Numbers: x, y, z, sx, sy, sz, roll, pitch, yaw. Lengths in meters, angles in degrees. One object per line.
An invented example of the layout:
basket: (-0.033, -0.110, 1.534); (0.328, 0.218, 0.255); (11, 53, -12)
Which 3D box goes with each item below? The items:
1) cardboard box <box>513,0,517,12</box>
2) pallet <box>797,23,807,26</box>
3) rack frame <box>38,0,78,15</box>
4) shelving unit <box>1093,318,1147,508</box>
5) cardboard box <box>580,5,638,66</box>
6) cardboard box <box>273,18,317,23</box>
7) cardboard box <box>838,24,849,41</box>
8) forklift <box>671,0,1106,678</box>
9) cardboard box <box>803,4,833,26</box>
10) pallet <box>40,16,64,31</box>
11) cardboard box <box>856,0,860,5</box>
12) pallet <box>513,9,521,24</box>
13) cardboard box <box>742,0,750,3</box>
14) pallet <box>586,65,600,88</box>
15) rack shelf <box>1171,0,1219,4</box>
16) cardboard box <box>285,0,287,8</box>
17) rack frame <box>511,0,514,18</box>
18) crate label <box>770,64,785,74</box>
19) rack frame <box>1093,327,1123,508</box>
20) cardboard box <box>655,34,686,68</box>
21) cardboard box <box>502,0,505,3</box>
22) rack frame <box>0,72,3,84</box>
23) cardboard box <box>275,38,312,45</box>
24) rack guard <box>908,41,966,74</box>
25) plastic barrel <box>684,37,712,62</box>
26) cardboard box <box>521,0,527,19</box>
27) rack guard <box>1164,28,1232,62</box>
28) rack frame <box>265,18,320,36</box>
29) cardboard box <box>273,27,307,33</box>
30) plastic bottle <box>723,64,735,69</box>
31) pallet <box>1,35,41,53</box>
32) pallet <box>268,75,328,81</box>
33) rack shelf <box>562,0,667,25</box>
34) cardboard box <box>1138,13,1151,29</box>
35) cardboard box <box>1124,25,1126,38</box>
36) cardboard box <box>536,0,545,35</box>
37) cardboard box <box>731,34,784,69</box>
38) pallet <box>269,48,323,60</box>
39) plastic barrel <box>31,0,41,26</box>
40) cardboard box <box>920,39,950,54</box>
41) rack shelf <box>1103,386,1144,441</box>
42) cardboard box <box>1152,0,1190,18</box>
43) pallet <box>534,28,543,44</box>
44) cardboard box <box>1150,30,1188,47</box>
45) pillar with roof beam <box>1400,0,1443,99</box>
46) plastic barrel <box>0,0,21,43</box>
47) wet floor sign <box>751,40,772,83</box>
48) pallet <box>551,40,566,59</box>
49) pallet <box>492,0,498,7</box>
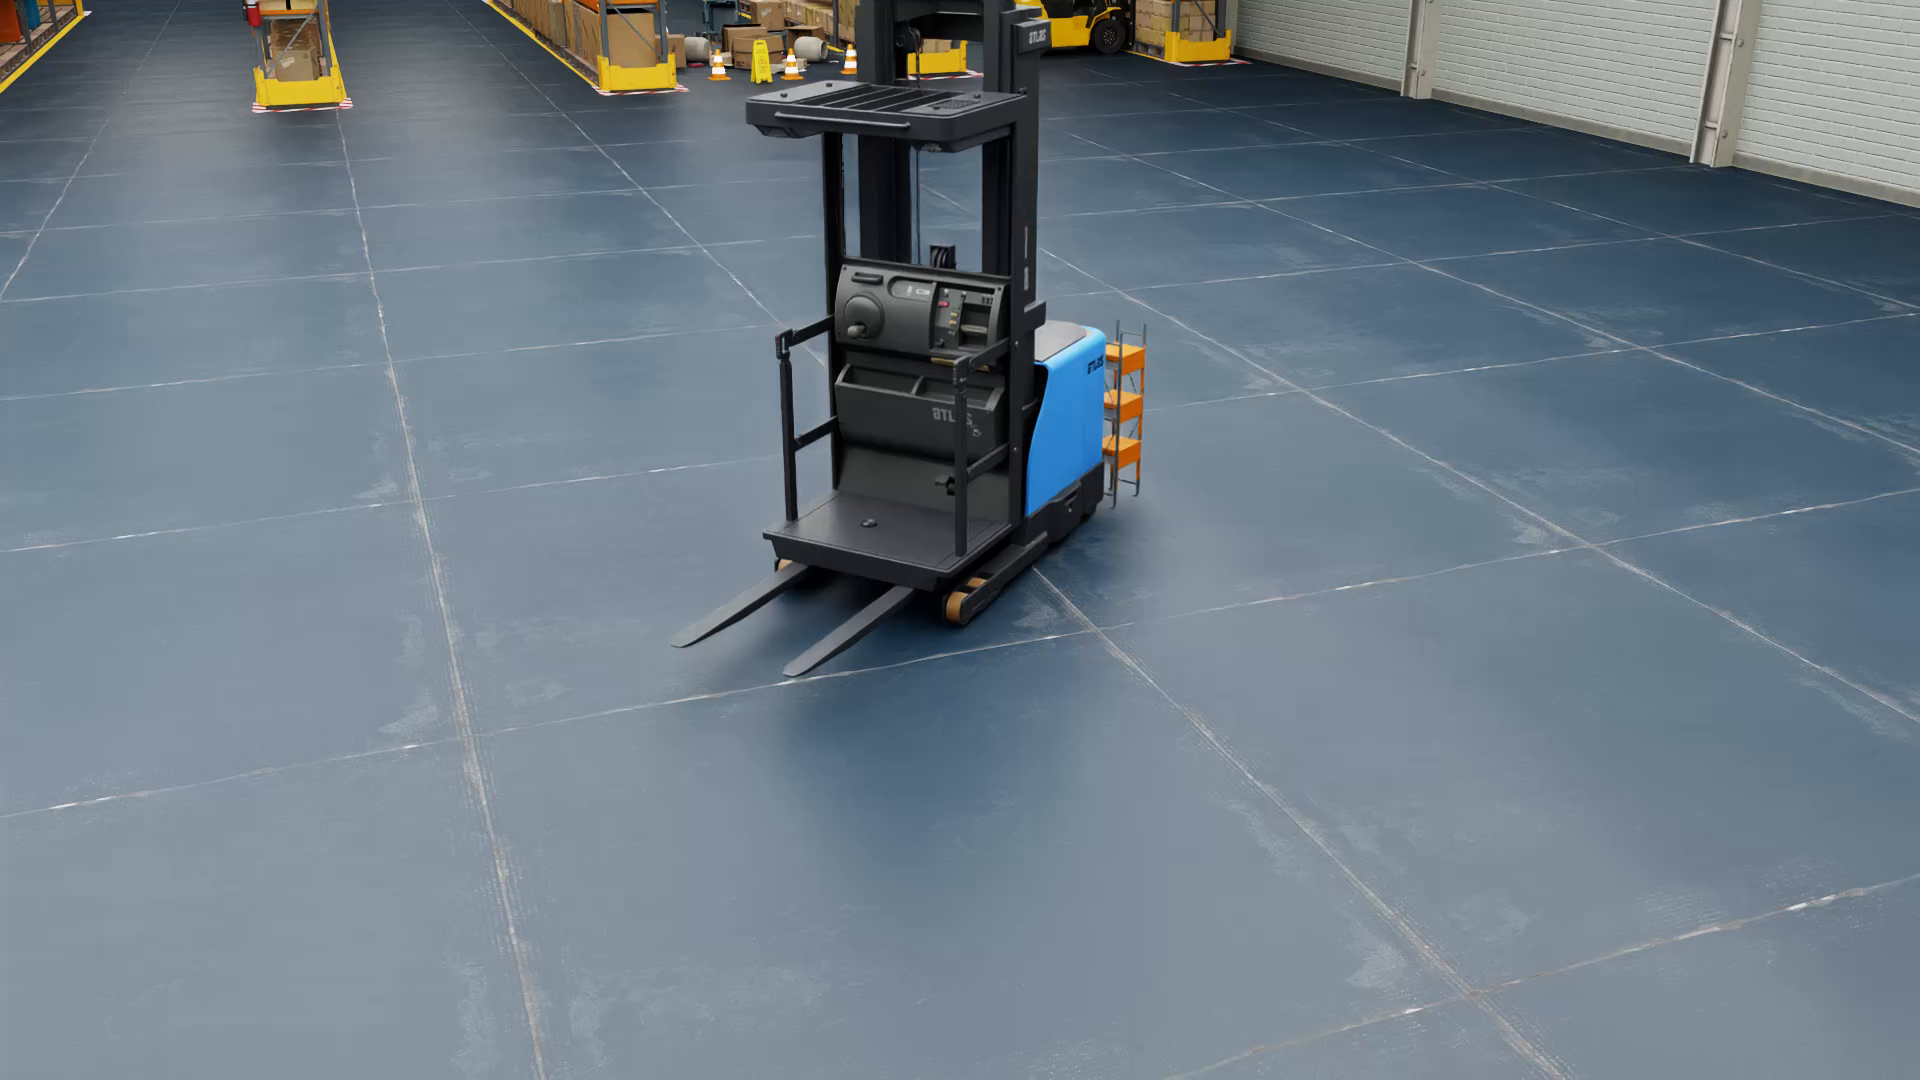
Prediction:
cardboard box: (-9.279, -11.583, 35.547); (0.500, 0.500, 0.500); (-7, 24, -17)
pallet: (-2.582, -10.097, 32.934); (1.003, 0.211, 1.213); (-8, 24, -19)
rack frame: (-20.014, -12.976, 36.175); (1.000, 3.000, 0.127); (-8, 24, -19)
shelving unit: (0.905, -0.730, 9.630); (0.215, 1.050, 0.252); (17, 28, 35)
cardboard box: (-5.667, -8.257, 27.173); (0.875, 0.875, 0.875); (-9, 24, -20)
cardboard box: (-11.489, -8.748, 28.796); (0.700, 0.500, 0.500); (-8, 24, -19)
cardboard box: (-1.915, -9.330, 30.524); (0.500, 0.250, 0.500); (-10, 25, -21)
forklift: (-0.308, -1.127, 8.150); (1.130, 2.935, 3.031); (12, 26, 26)
cardboard box: (-2.563, -10.341, 32.766); (0.950, 0.372, 0.625); (-8, 24, -17)
pallet: (-18.897, -10.500, 33.889); (1.003, 0.211, 1.213); (-8, 24, -19)
cardboard box: (-1.533, -9.294, 29.473); (0.500, 0.500, 0.500); (-7, 24, -16)
pallet: (-9.015, -11.278, 35.737); (1.003, 0.211, 1.213); (-8, 24, -19)
cardboard box: (-4.403, -12.562, 37.387); (0.875, 0.875, 0.875); (-8, 24, -17)
pallet: (-5.408, -7.481, 26.727); (1.003, 0.211, 1.213); (-8, 24, -19)
rack shelf: (3.478, -10.279, 30.703); (1.077, 0.370, 4.000); (-8, 24, -19)
cardboard box: (-10.110, -7.892, 24.437); (0.380, 0.149, 0.250); (-8, 24, -19)
rack frame: (-9.292, -12.846, 35.866); (1.000, 3.000, 0.127); (-8, 24, -19)
crate label: (-3.070, -7.863, 27.730); (0.298, 0.136, 0.250); (18, 29, 36)
rack frame: (0.830, -0.693, 9.542); (0.200, 1.050, 0.008); (17, 28, 35)
cardboard box: (-4.957, -8.365, 28.450); (0.500, 0.500, 0.500); (-4, 23, -10)
cardboard box: (-10.115, -12.198, 37.458); (0.380, 0.149, 0.250); (-8, 24, -19)
rack frame: (-15.775, -8.616, 25.830); (1.000, 3.000, 0.127); (-8, 24, -19)
cardboard box: (-10.380, -7.555, 25.992); (0.500, 0.500, 0.500); (-6, 24, -14)
rack guard: (-0.484, -8.077, 27.771); (1.175, 0.500, 0.348); (-8, 24, -19)
plastic barrel: (-4.630, -8.550, 28.991); (0.512, 0.421, 0.421); (8, 24, 18)
cardboard box: (-8.738, -11.017, 34.203); (0.500, 0.500, 0.500); (-9, 25, -21)
rack guard: (4.193, -8.724, 29.304); (1.175, 0.500, 0.348); (-8, 24, -19)
rack frame: (-12.555, -10.749, 30.890); (1.000, 3.000, 0.127); (-8, 24, -19)
cardboard box: (-11.038, -8.186, 27.488); (0.500, 0.500, 0.500); (-9, 25, -21)
plastic bottle: (-3.959, -8.054, 28.279); (0.133, 0.061, 0.283); (-18, 29, -37)
pallet: (-17.506, -9.065, 30.486); (1.003, 0.211, 1.213); (-8, 24, -19)
pallet: (-10.009, -6.885, 25.313); (1.003, 0.211, 1.213); (-8, 24, -19)
rack shelf: (-5.759, -8.881, 27.385); (1.077, 0.370, 4.000); (-8, 24, -19)
cardboard box: (3.553, -9.359, 29.948); (0.500, 0.250, 0.500); (-9, 24, -20)
cardboard box: (3.184, -9.489, 30.900); (0.500, 0.250, 0.500); (-8, 24, -17)
cardboard box: (-7.436, -9.999, 31.467); (1.050, 0.750, 0.750); (-8, 24, -18)
cardboard box: (-3.446, -8.342, 28.395); (0.637, 0.503, 0.797); (12, 26, 27)
pallet: (-11.418, -8.293, 28.654); (1.003, 0.211, 1.213); (-8, 24, -19)
plastic barrel: (-18.425, -10.549, 32.578); (0.600, 0.901, 0.708); (-8, 24, -19)
cardboard box: (-0.484, -8.459, 28.458); (0.500, 0.250, 0.500); (-9, 24, -19)
rack shelf: (0.905, -0.720, 9.634); (0.215, 0.259, 0.240); (17, 28, 35)
cardboard box: (3.730, -9.396, 29.393); (0.500, 0.250, 0.500); (-8, 24, -17)
pallet: (-7.671, -9.811, 32.255); (1.003, 0.211, 1.213); (-8, 24, -19)
cardboard box: (3.723, -8.938, 29.594); (0.500, 0.250, 0.500); (-8, 24, -19)
pillar with roof beam: (2.874, -10.254, 21.993); (9.100, 9.000, 0.400); (-8, 24, -19)
plastic barrel: (-17.377, -9.438, 30.034); (0.600, 0.830, 0.708); (-8, 24, -19)
wet floor sign: (-3.190, -7.662, 26.598); (0.267, 0.644, 0.232); (-13, 26, -28)
pallet: (-6.809, -8.924, 30.152); (1.003, 0.211, 1.213); (-8, 24, -19)
pallet: (-10.424, -12.687, 39.079); (1.003, 0.211, 1.213); (-8, 24, -19)
